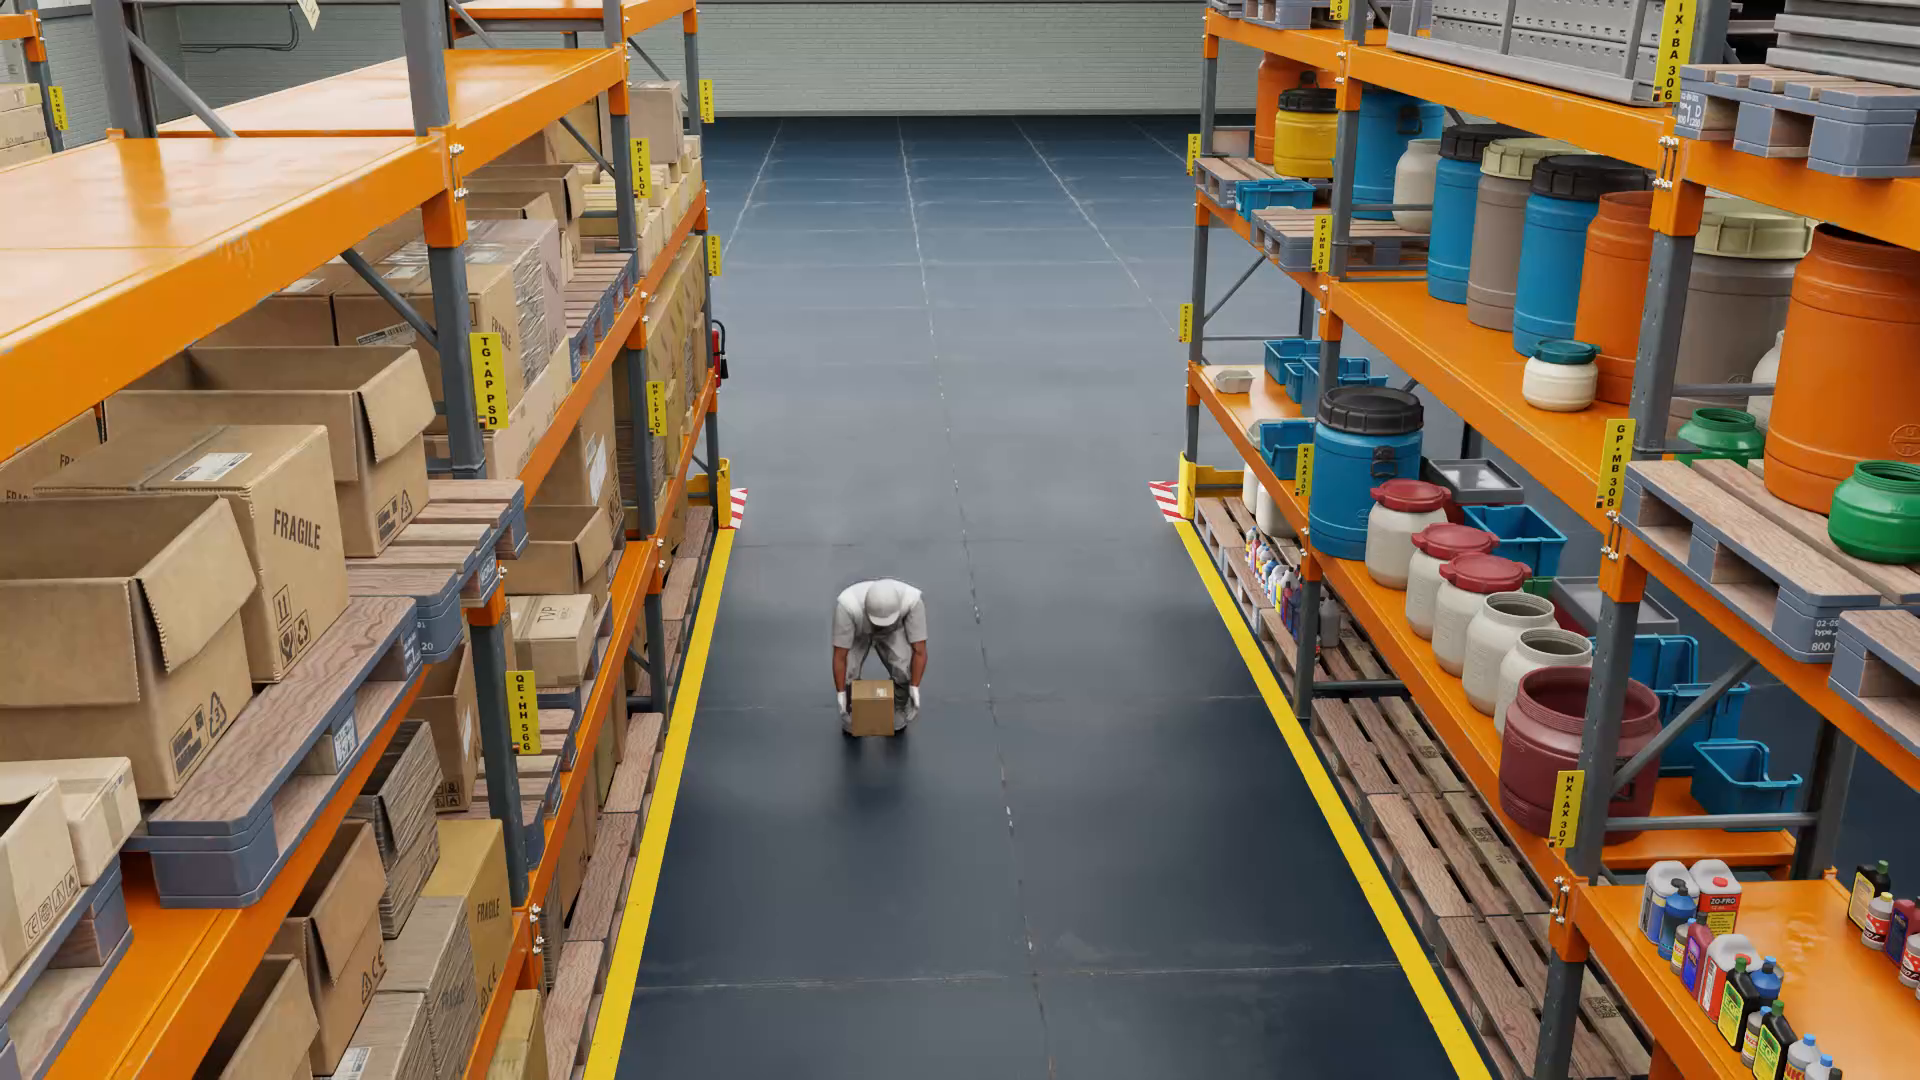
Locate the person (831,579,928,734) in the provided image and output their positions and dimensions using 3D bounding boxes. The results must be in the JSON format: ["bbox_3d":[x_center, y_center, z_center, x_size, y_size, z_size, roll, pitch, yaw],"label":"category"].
[{"bbox_3d":[-0.492,0.662,10.226,0.585,1.111,0.869,-1,20,-3],"label":"person"}]
